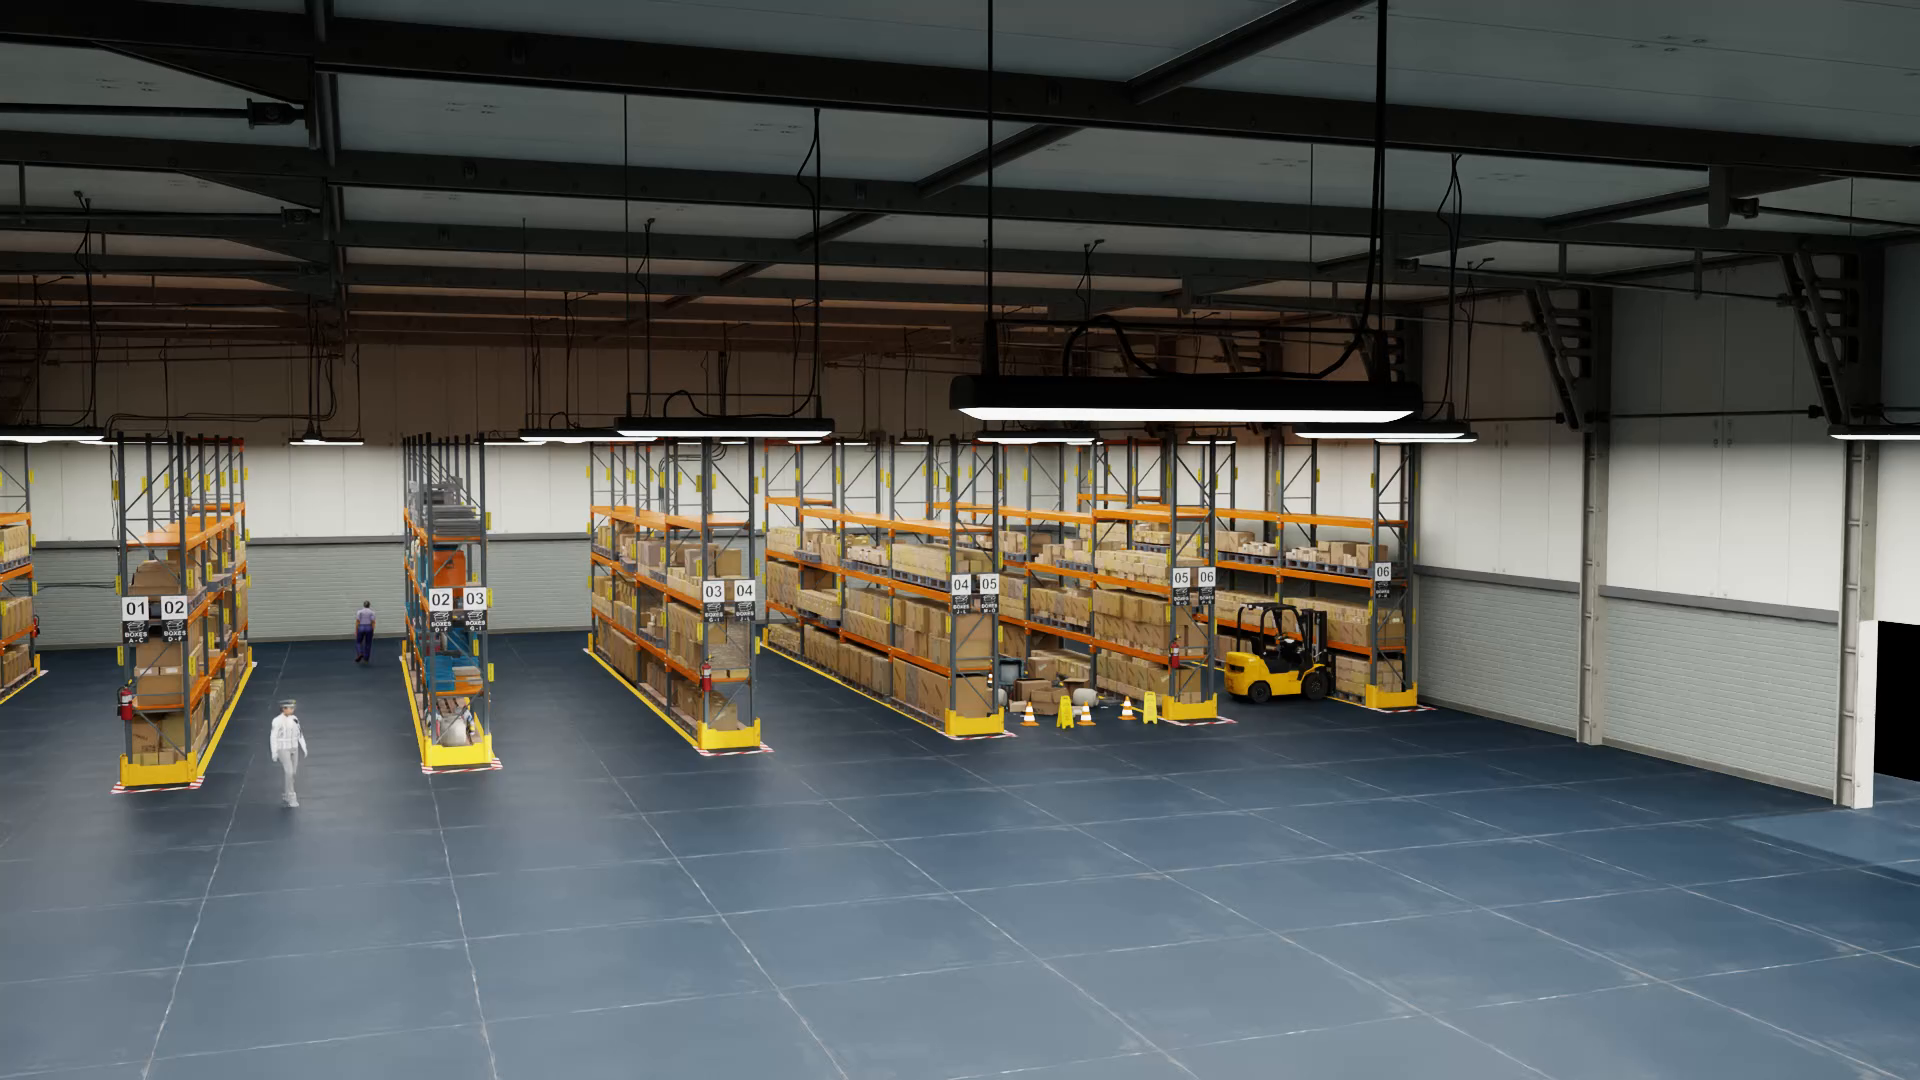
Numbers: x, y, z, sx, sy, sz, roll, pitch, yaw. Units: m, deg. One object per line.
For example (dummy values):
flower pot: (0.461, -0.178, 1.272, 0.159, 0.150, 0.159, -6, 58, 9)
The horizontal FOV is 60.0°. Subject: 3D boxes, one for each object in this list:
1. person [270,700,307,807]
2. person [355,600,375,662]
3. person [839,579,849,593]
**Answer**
person: (-10.749, 3.424, 26.758, 0.626, 1.699, 0.511, 2, 4, 28)
person: (-15.830, 2.440, 44.267, 0.514, 1.647, 0.474, -1, 3, -16)
person: (-3.592, 2.036, 51.333, 0.452, 1.663, 0.594, 2, 4, 36)
